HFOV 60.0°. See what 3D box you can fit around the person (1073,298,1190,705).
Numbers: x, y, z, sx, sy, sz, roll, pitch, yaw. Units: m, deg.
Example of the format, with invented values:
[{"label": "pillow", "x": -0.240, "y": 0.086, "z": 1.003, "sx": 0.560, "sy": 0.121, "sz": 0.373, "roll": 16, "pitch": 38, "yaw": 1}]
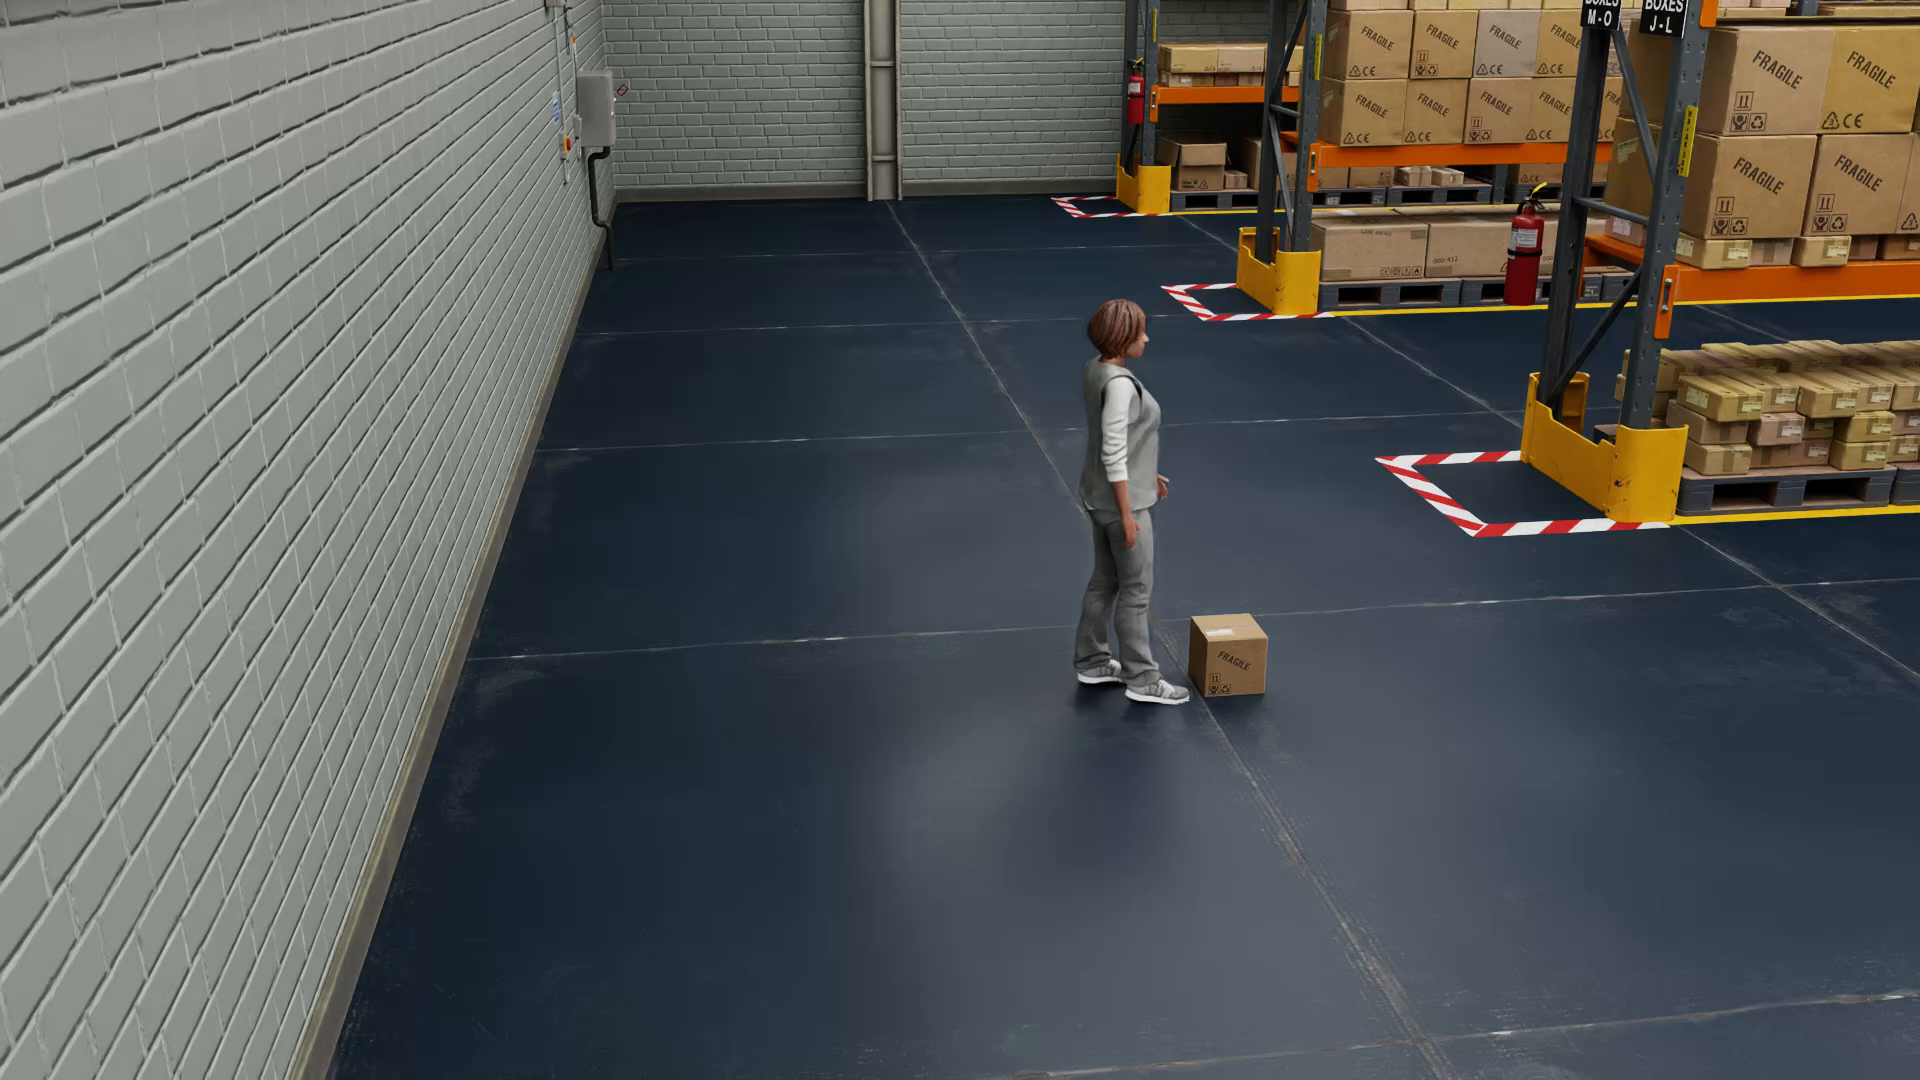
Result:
[{"label": "person", "x": 0.686, "y": -0.144, "z": 6.472, "sx": 0.446, "sy": 1.616, "sz": 0.463, "roll": -3, "pitch": 21, "yaw": -8}]
